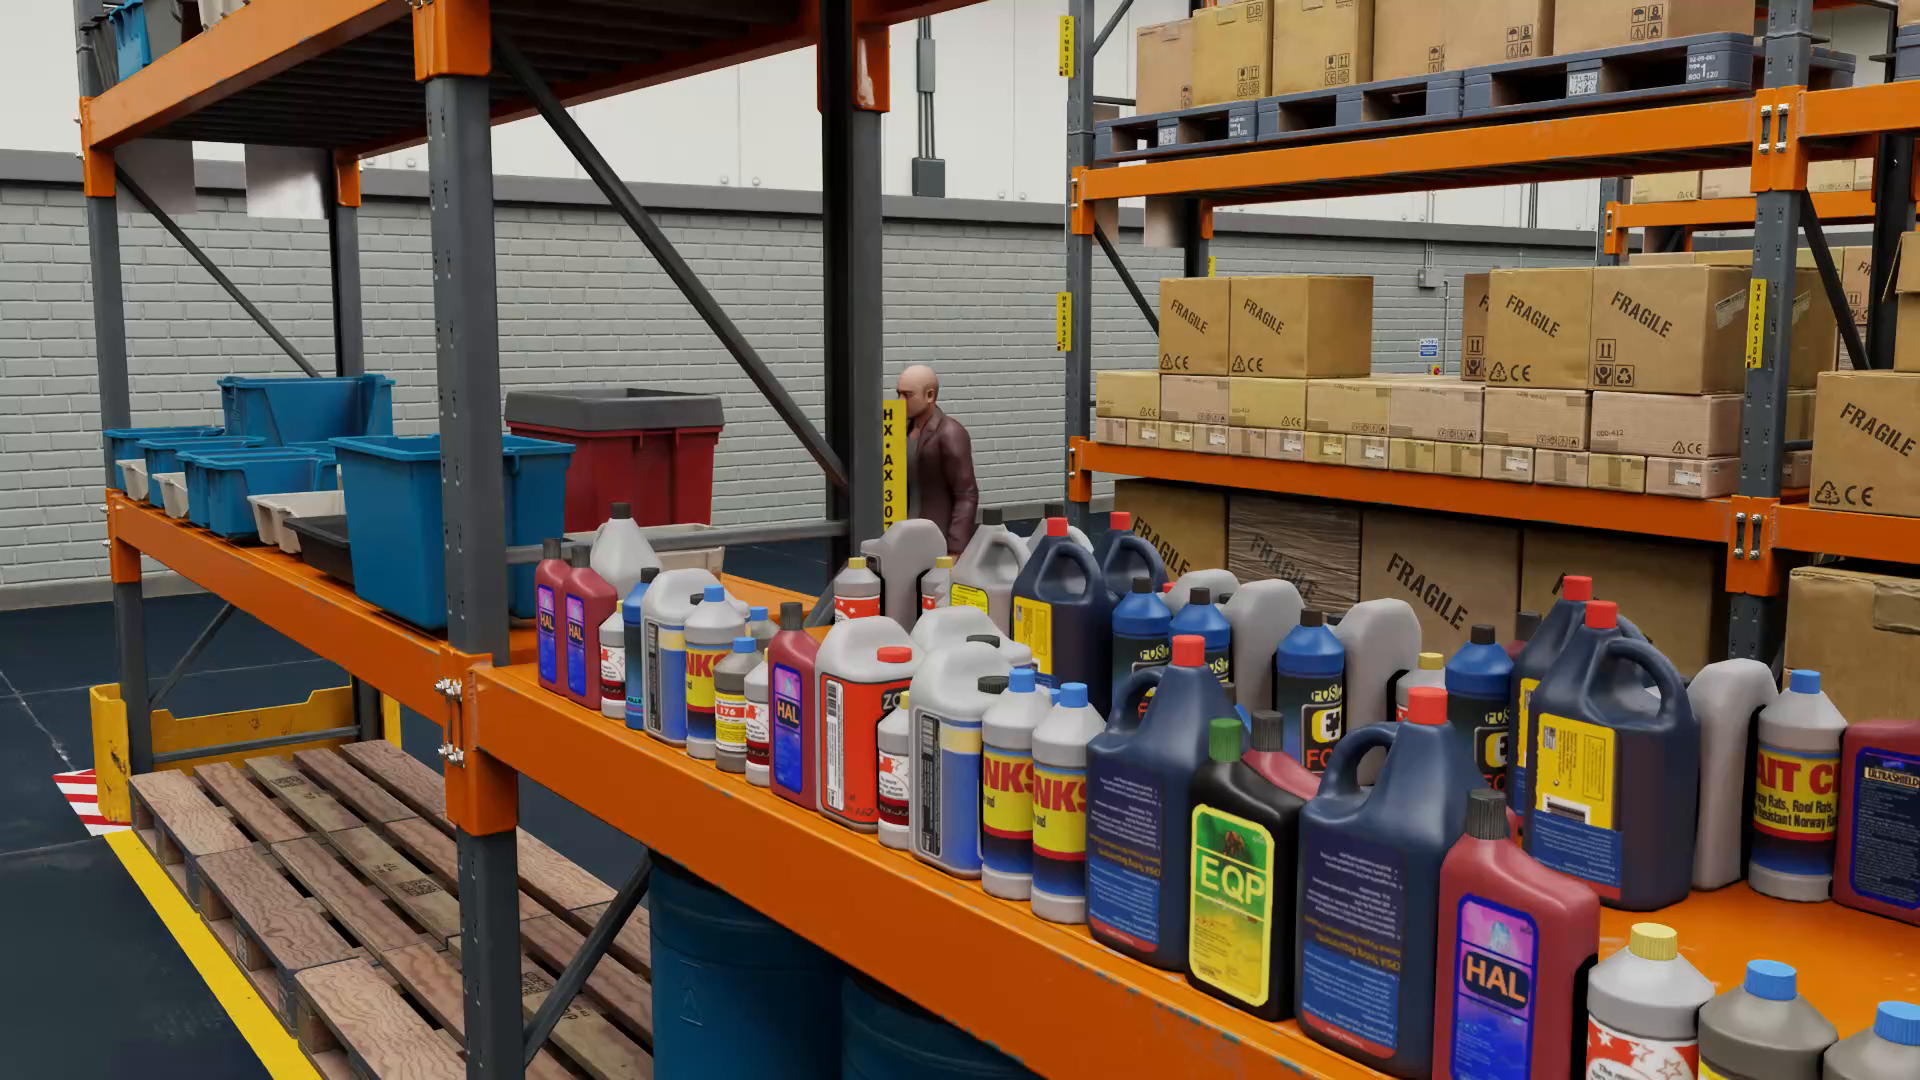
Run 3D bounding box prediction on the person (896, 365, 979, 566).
[{"bbox_3d":[-0.166,0.136,8.027,0.416,1.592,0.653,-6,10,-37],"label":"person"}]
